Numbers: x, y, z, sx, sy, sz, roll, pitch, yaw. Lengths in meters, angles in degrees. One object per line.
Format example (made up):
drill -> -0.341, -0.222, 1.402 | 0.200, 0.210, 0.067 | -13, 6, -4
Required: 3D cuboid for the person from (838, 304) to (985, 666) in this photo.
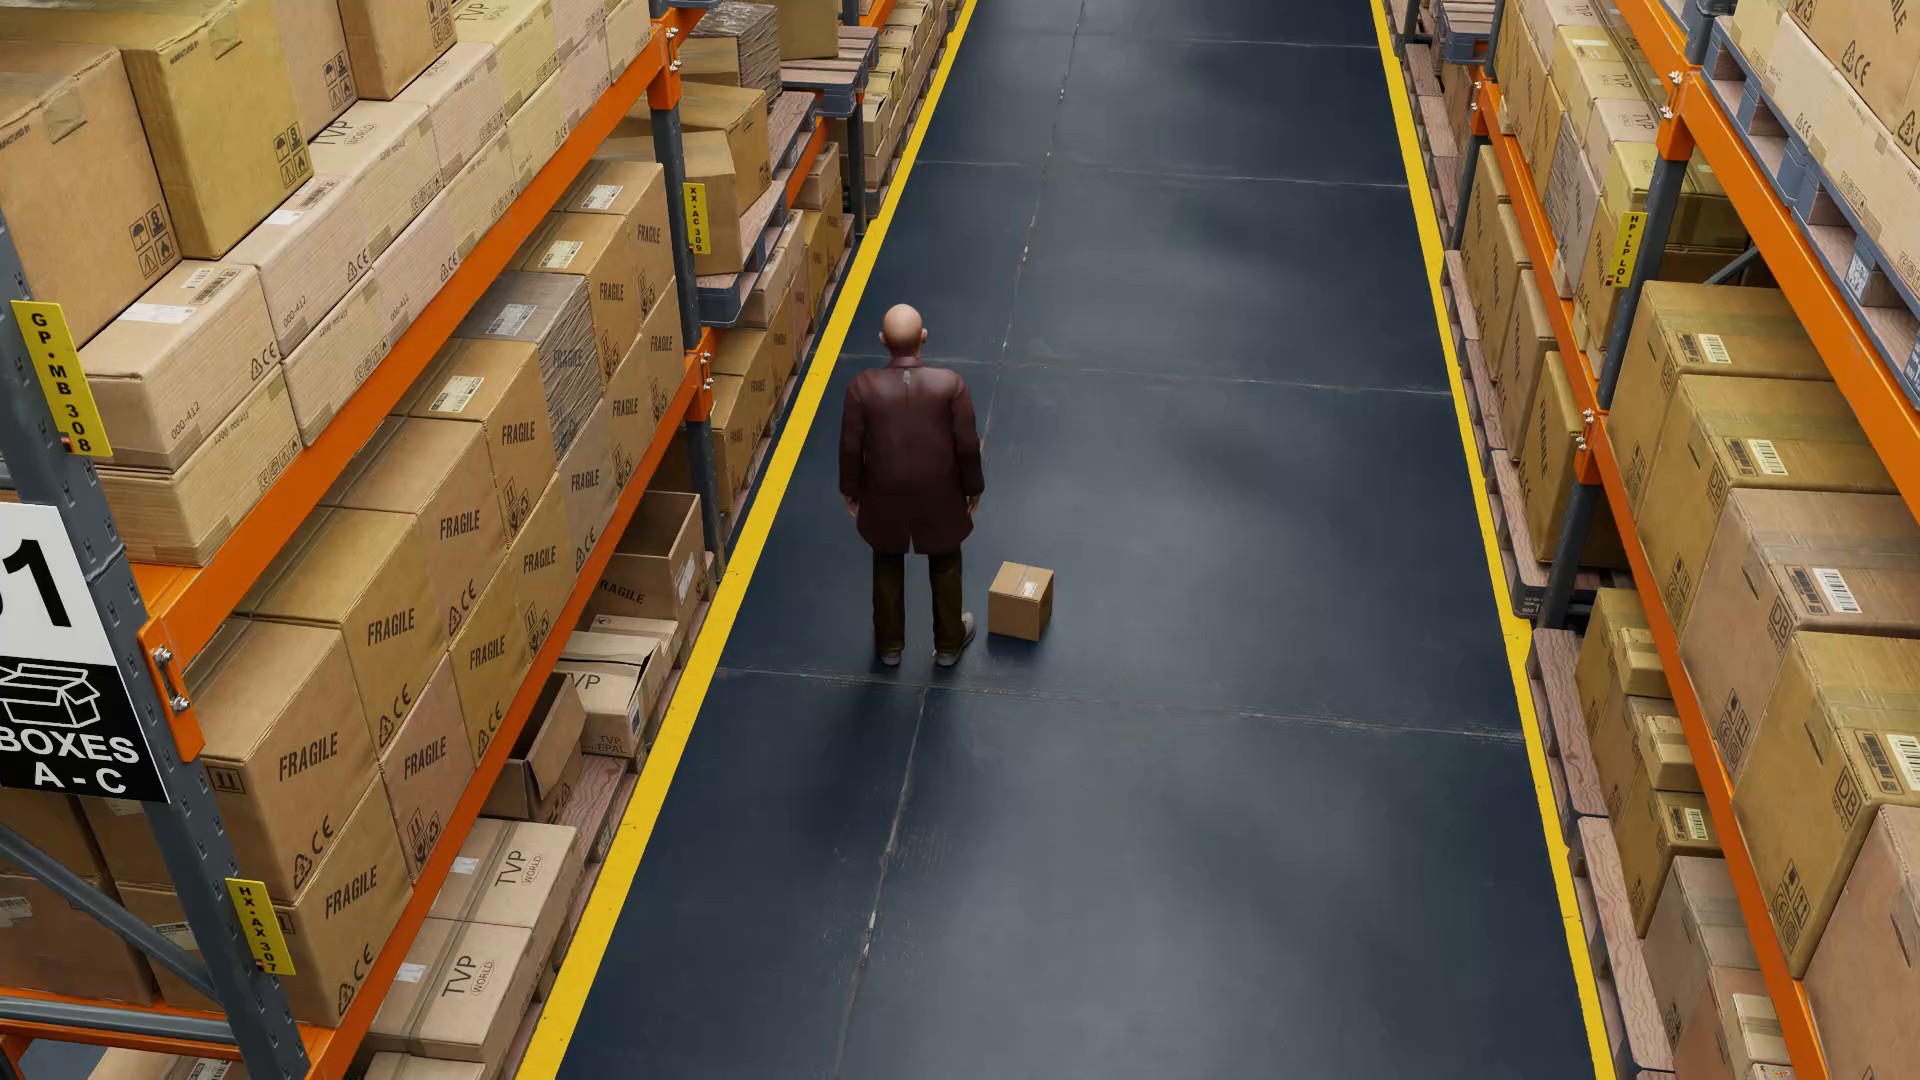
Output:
person -> -0.214, -0.215, 7.356 | 0.647, 1.772, 0.431 | 1, 36, 1
